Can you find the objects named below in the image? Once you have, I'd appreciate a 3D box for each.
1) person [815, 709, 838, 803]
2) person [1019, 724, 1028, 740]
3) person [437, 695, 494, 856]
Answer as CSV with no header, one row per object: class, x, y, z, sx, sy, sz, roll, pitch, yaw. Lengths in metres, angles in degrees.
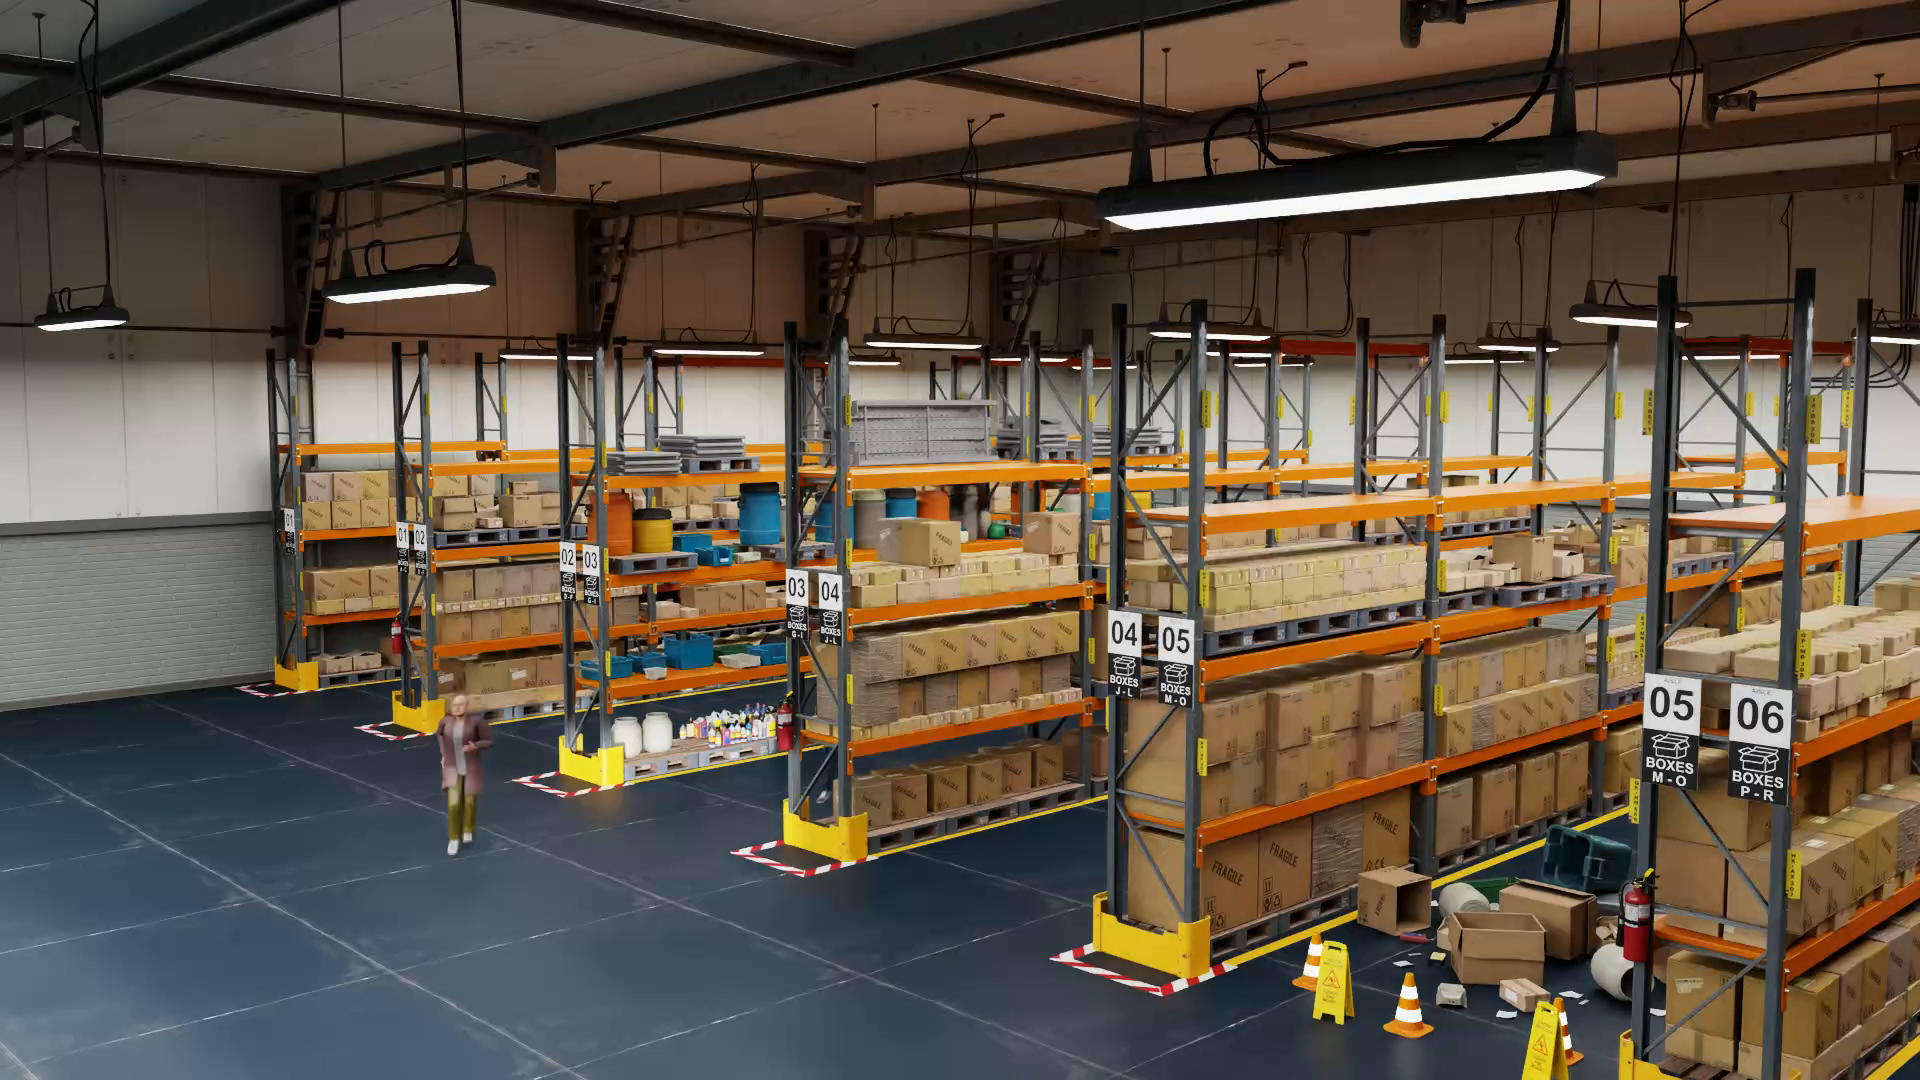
person,-1.619,2.555,21.435,0.538,1.509,0.877,3,6,29
person,0.951,2.281,24.024,0.619,1.711,0.691,5,7,44
person,-5.631,2.666,18.891,0.666,1.844,0.820,-1,5,-9
